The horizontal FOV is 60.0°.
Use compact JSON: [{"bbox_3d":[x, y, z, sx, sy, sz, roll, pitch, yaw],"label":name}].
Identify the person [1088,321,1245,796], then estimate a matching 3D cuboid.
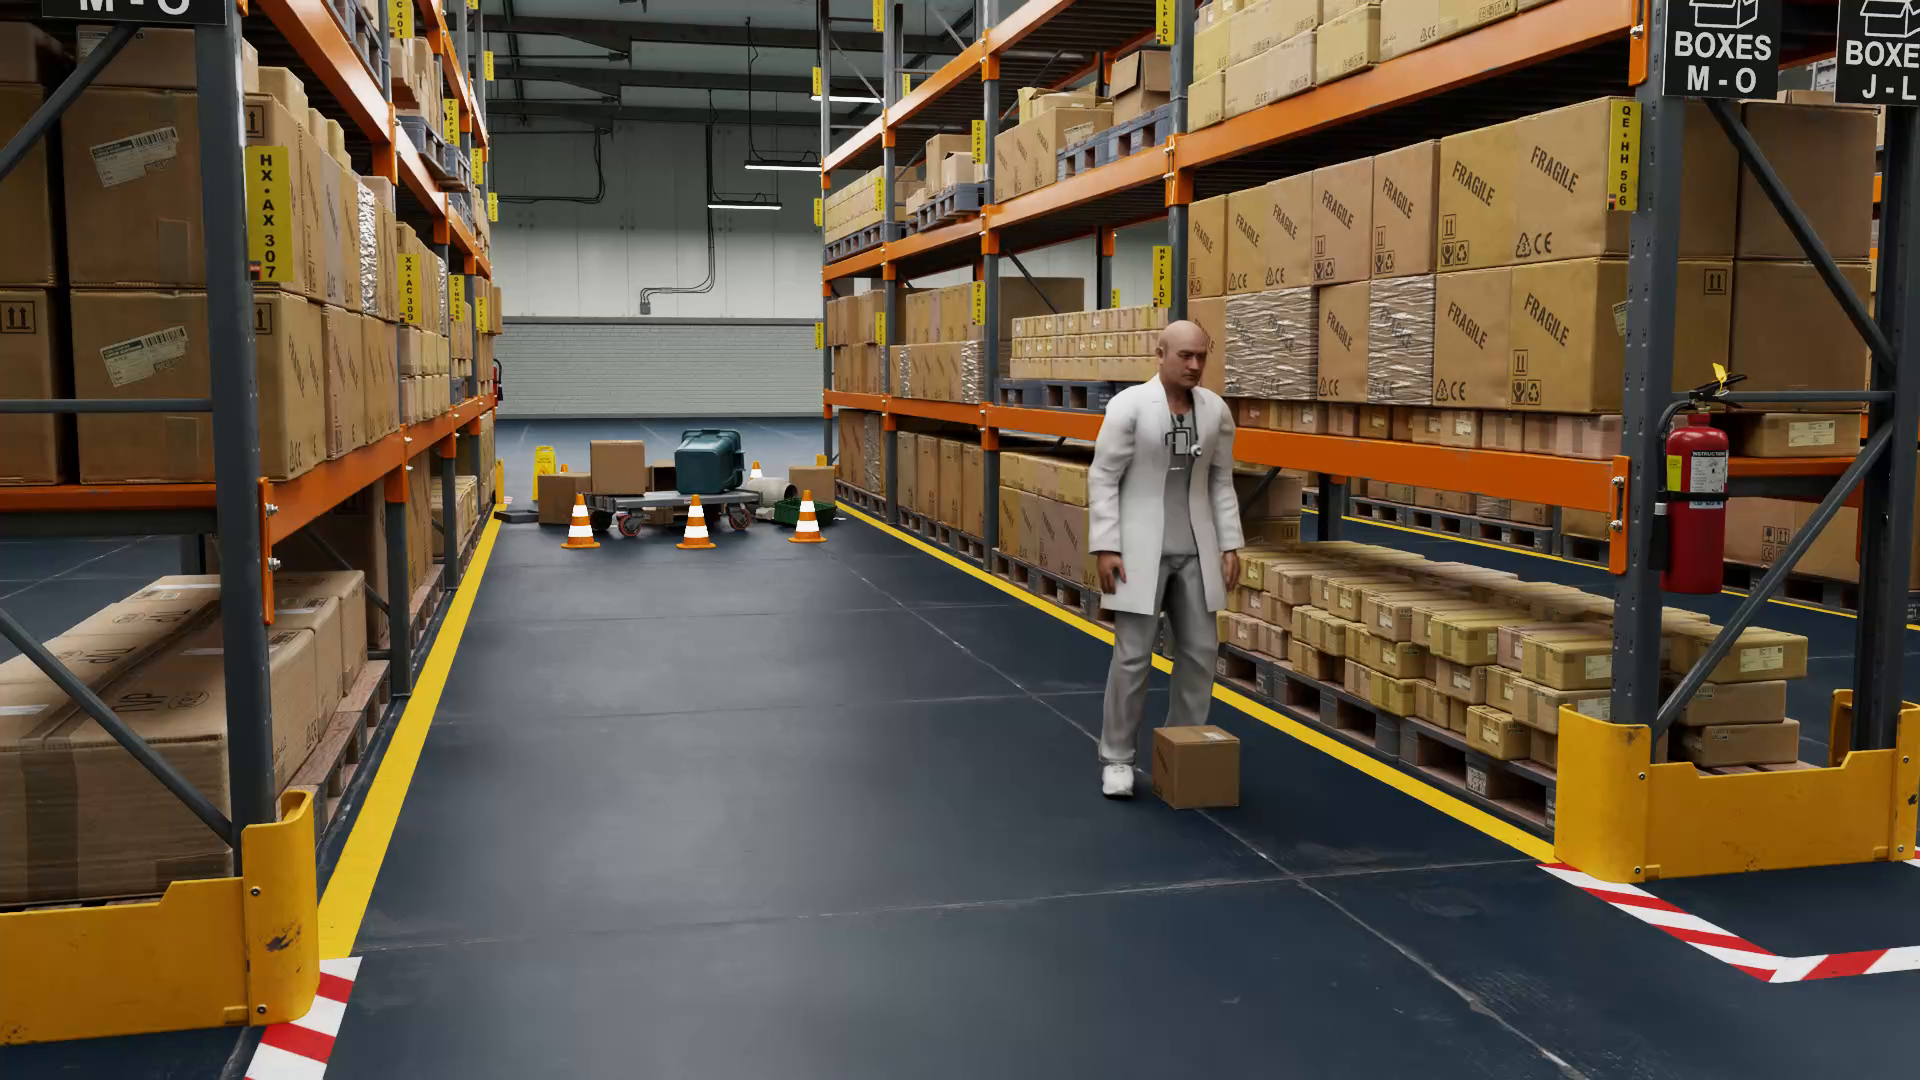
[{"bbox_3d":[0.793,0.059,6.326,0.647,1.772,0.433,-2,6,-19],"label":"person"}]
